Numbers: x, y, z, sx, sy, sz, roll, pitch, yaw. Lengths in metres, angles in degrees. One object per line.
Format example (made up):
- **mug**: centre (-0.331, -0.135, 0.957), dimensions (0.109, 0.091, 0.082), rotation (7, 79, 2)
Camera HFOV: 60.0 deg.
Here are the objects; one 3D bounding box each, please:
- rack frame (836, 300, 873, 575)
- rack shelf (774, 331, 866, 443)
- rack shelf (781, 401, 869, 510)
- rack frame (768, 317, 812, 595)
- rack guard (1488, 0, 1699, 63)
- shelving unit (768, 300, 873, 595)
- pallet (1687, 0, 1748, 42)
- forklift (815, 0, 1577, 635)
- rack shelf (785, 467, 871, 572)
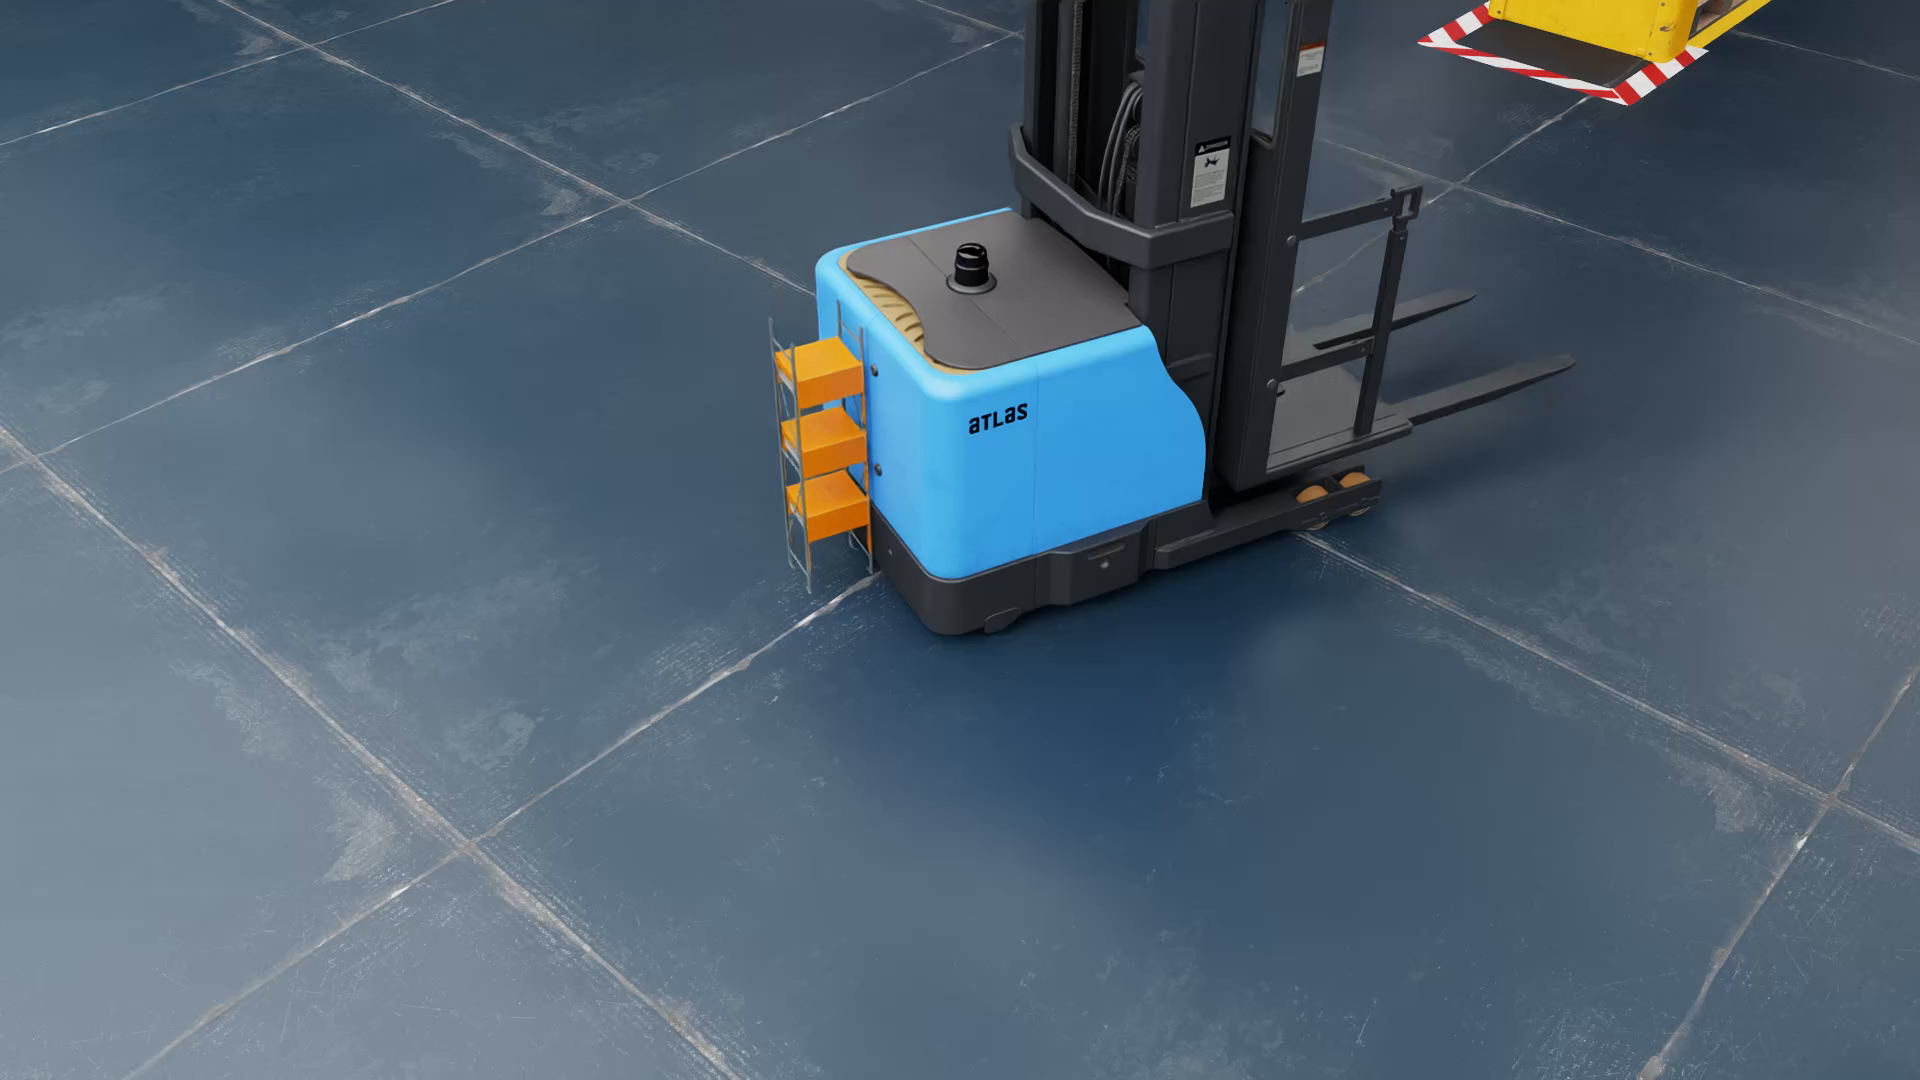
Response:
- **rack frame**: centre (-0.366, -0.339, 5.833), dimensions (0.008, 1.050, 0.200), rotation (-18, 42, -21)
- **rack shelf**: centre (-0.475, -0.518, 5.619), dimensions (0.240, 0.259, 0.215), rotation (-18, 42, -21)
- **rack shelf**: centre (-0.475, -0.296, 5.796), dimensions (0.240, 0.259, 0.215), rotation (-18, 42, -21)
- **rack frame**: centre (-0.583, -0.270, 5.745), dimensions (0.008, 1.050, 0.200), rotation (-18, 42, -21)
- **rack guard**: centre (3.815, -3.307, 10.007), dimensions (1.175, 0.500, 0.348), rotation (30, 47, 32)
- **shelving unit**: centre (-0.475, -0.304, 5.789), dimensions (0.252, 1.050, 0.215), rotation (-18, 42, -21)
- **pallet**: centre (4.389, -3.552, 10.548), dimensions (1.003, 0.211, 1.213), rotation (30, 47, 32)
- **forklift**: centre (1.031, -1.460, 5.731), dimensions (3.031, 2.935, 1.130), rotation (-18, 42, -21)
- **rack shelf**: centre (-0.475, -0.078, 5.969), dimensions (0.240, 0.259, 0.215), rotation (-18, 42, -21)
